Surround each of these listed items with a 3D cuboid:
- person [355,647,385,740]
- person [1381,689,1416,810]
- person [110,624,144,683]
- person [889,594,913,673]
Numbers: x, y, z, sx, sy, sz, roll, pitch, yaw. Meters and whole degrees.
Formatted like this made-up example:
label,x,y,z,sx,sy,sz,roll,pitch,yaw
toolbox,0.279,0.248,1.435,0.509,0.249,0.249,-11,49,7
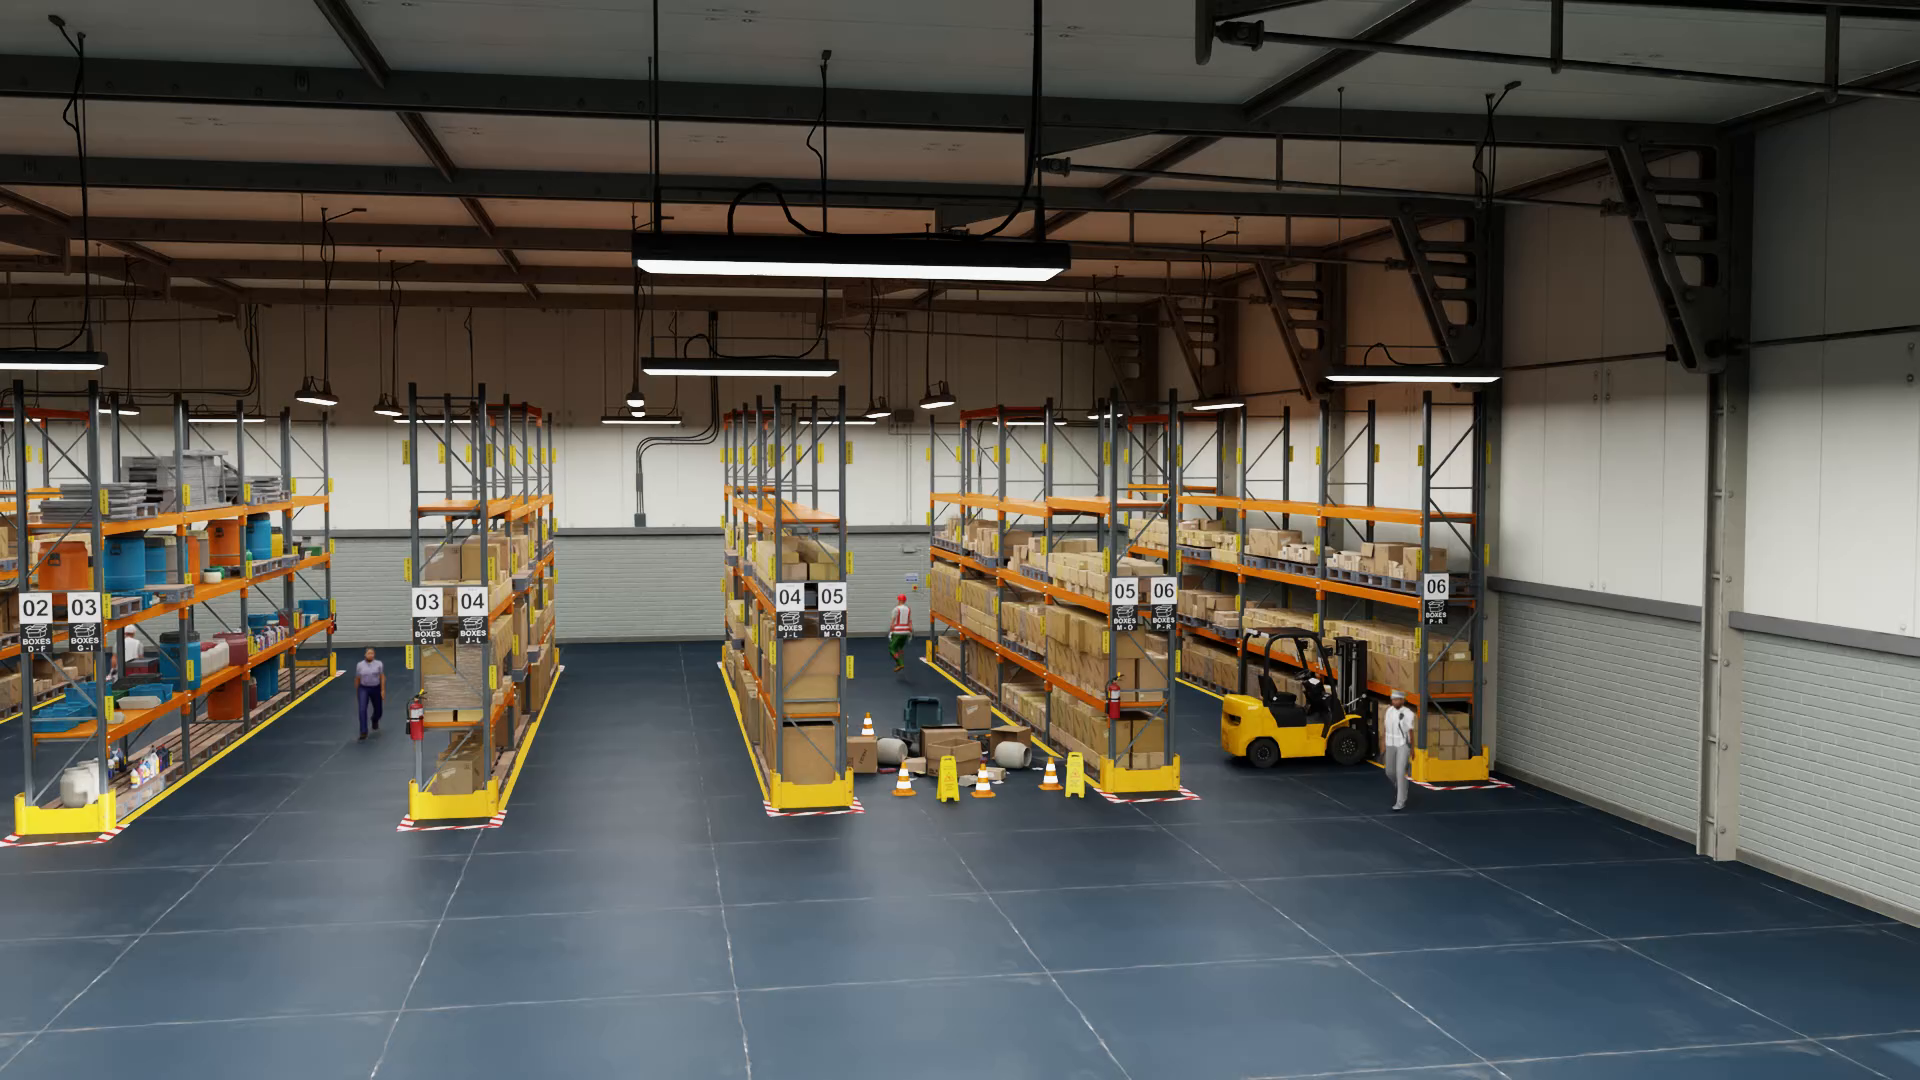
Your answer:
label,x,y,z,sx,sy,sz,roll,pitch,yaw
person,-10.537,2.706,29.686,0.498,1.569,0.972,-1,3,-27
person,6.294,2.956,23.767,0.701,1.672,0.439,-3,4,-42
person,-15.836,2.500,31.622,0.593,1.784,0.485,-1,3,-18
person,-1.315,2.072,37.040,0.589,1.730,0.609,-2,3,-30
